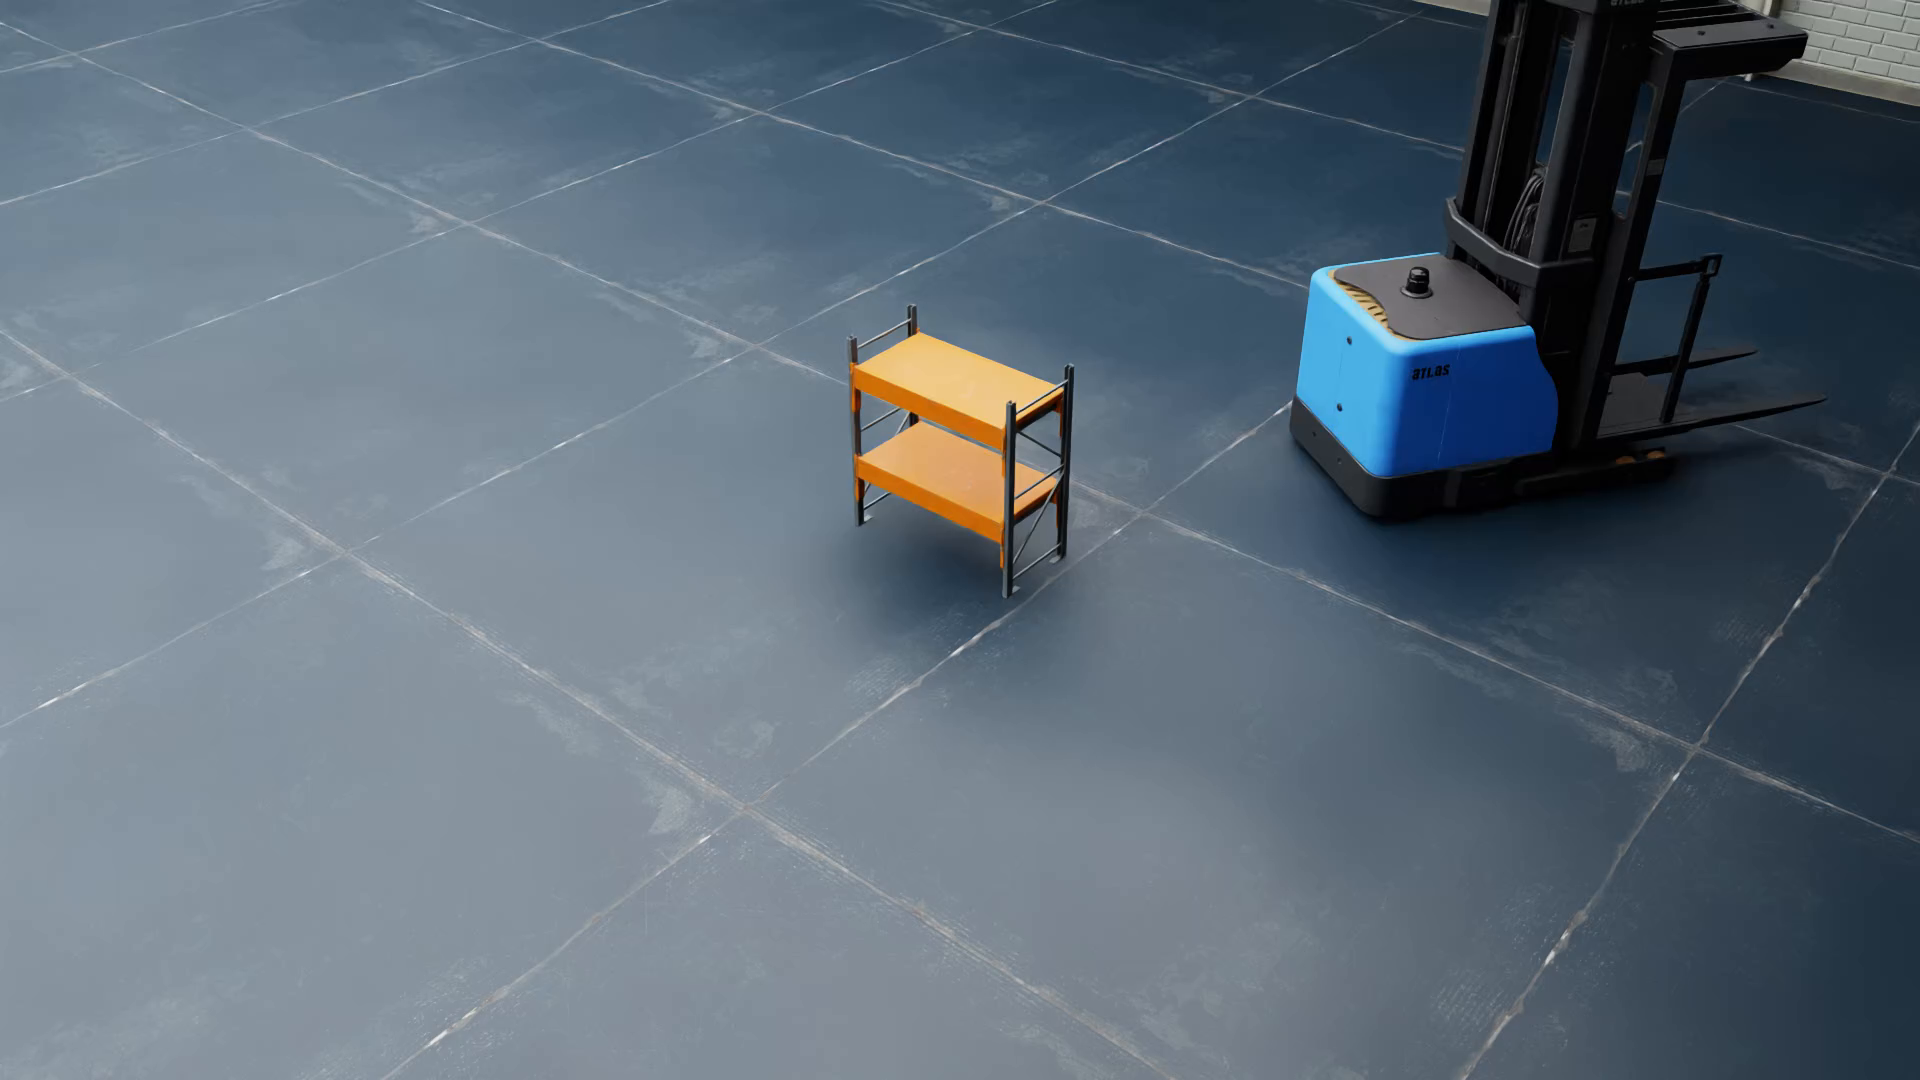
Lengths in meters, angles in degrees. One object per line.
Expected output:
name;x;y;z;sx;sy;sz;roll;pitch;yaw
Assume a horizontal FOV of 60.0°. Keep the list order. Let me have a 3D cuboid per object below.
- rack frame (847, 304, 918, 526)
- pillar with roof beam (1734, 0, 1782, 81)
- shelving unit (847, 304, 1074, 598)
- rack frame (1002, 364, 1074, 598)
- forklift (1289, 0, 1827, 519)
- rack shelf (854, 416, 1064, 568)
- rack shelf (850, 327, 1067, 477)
rack frame;-0.396;-0.650;8.785;0.032;1.125;0.500;25;42;32
pillar with roof beam;4.209;-6.044;9.684;0.400;9.000;9.100;25;42;32
shelving unit;-0.005;-0.466;8.517;1.048;1.125;0.538;25;42;32
rack frame;0.385;-0.282;8.249;0.032;1.125;0.500;25;42;32
forklift;3.484;-1.787;8.845;3.031;2.935;1.130;-9;36;-13
rack shelf;-0.005;-0.265;8.656;1.000;0.278;0.538;25;42;32
rack shelf;-0.005;-0.707;8.352;1.000;0.278;0.538;25;42;32
